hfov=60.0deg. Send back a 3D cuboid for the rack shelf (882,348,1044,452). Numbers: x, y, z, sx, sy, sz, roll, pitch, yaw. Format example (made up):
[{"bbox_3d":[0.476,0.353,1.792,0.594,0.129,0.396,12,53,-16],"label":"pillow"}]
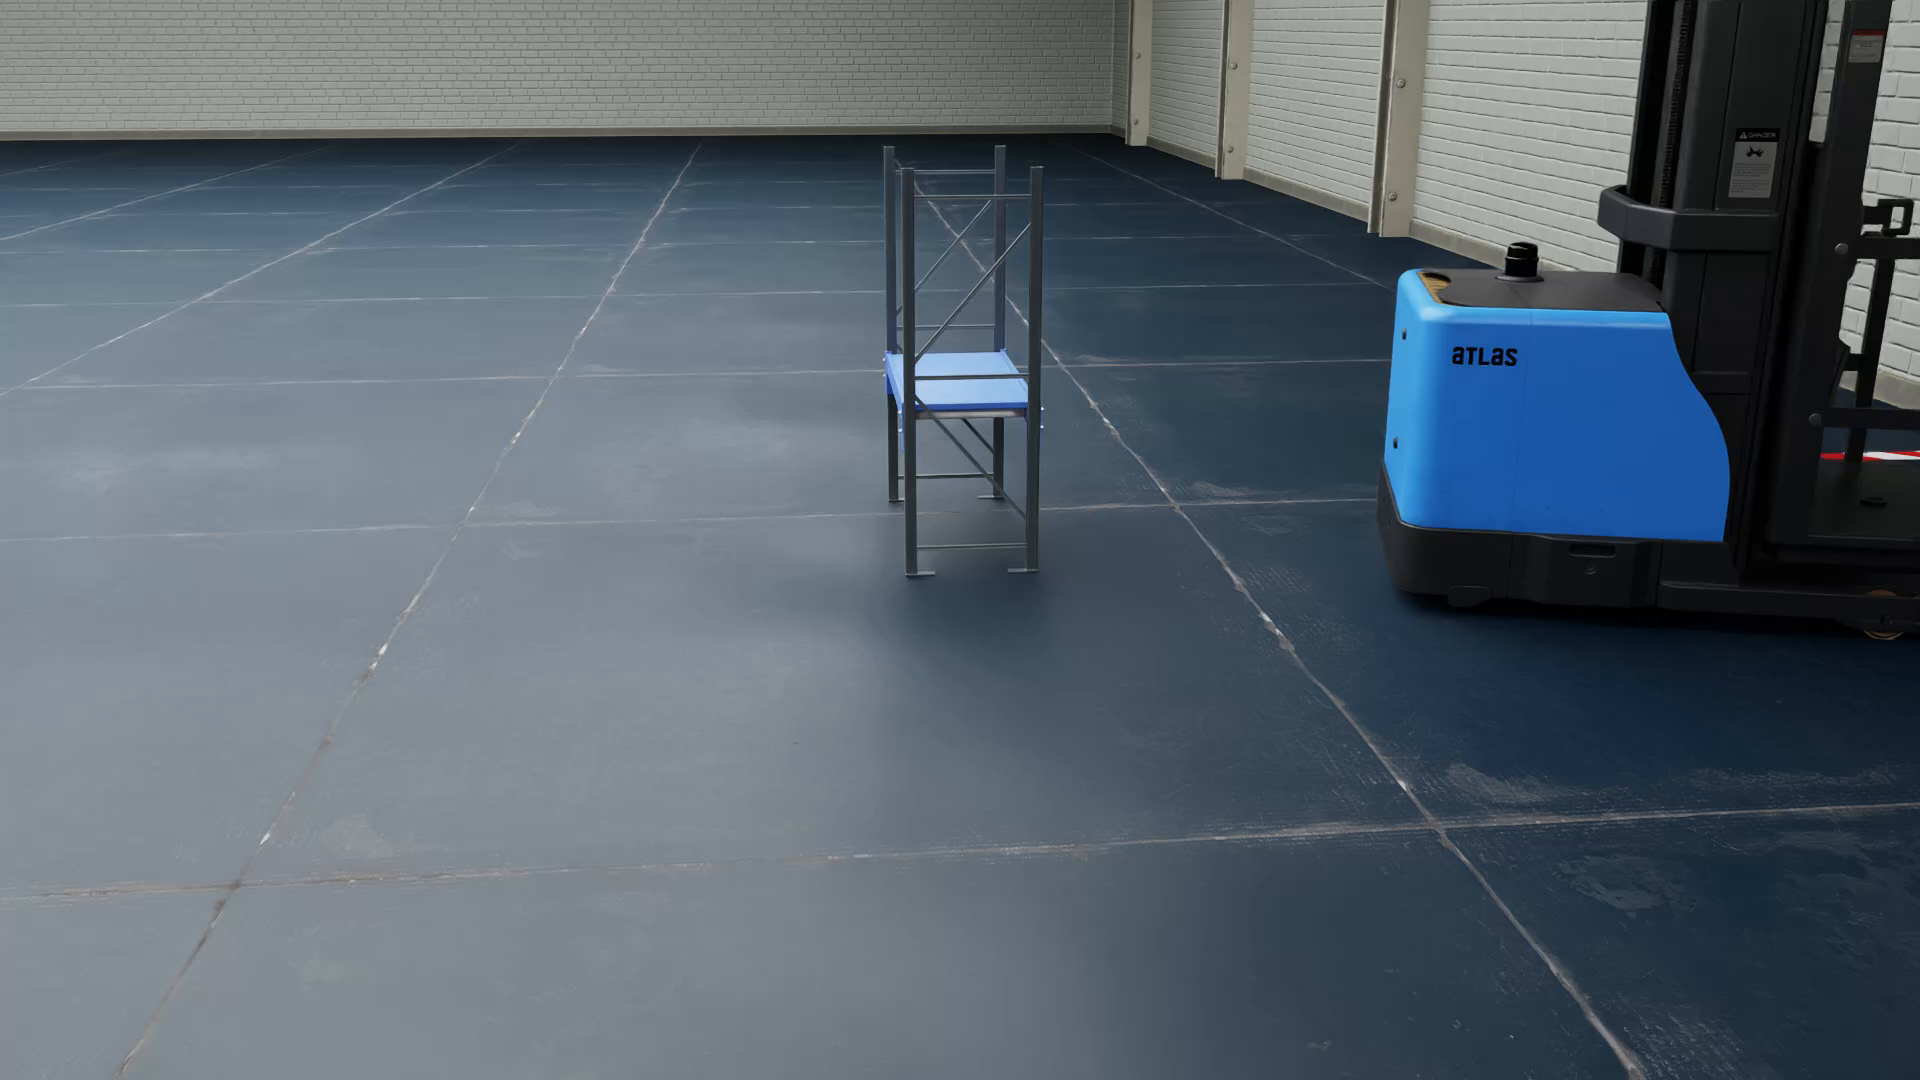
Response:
[{"bbox_3d":[-0.009,-0.569,6.587,0.538,0.185,1.000,-2,18,-6],"label":"rack shelf"}]

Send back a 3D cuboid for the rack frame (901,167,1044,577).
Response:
[{"bbox_3d":[0.044,-0.590,6.051,0.500,1.500,0.032,-2,18,-6],"label":"rack frame"}]

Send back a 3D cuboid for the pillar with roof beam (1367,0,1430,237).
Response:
[{"bbox_3d":[-0.122,-7.121,14.335,9.100,9.000,0.400,-2,18,-6],"label":"pillar with roof beam"}]

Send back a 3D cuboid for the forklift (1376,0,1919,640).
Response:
[{"bbox_3d":[3.109,-1.223,5.680,3.031,2.935,1.130,3,18,9],"label":"forklift"}]

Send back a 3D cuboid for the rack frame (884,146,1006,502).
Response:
[{"bbox_3d":[-0.061,-0.892,7.016,0.500,1.500,0.032,-2,18,-6],"label":"rack frame"}]

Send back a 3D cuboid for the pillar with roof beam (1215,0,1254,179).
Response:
[{"bbox_3d":[-0.741,-8.908,20.029,9.100,9.000,0.400,-2,18,-6],"label":"pillar with roof beam"}]

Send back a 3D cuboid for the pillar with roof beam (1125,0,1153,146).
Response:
[{"bbox_3d":[-1.359,-10.696,25.723,9.100,9.000,0.400,-2,18,-6],"label":"pillar with roof beam"}]

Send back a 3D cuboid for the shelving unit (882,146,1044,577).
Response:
[{"bbox_3d":[-0.009,-0.741,6.533,0.538,1.500,1.048,-2,18,-6],"label":"shelving unit"}]
